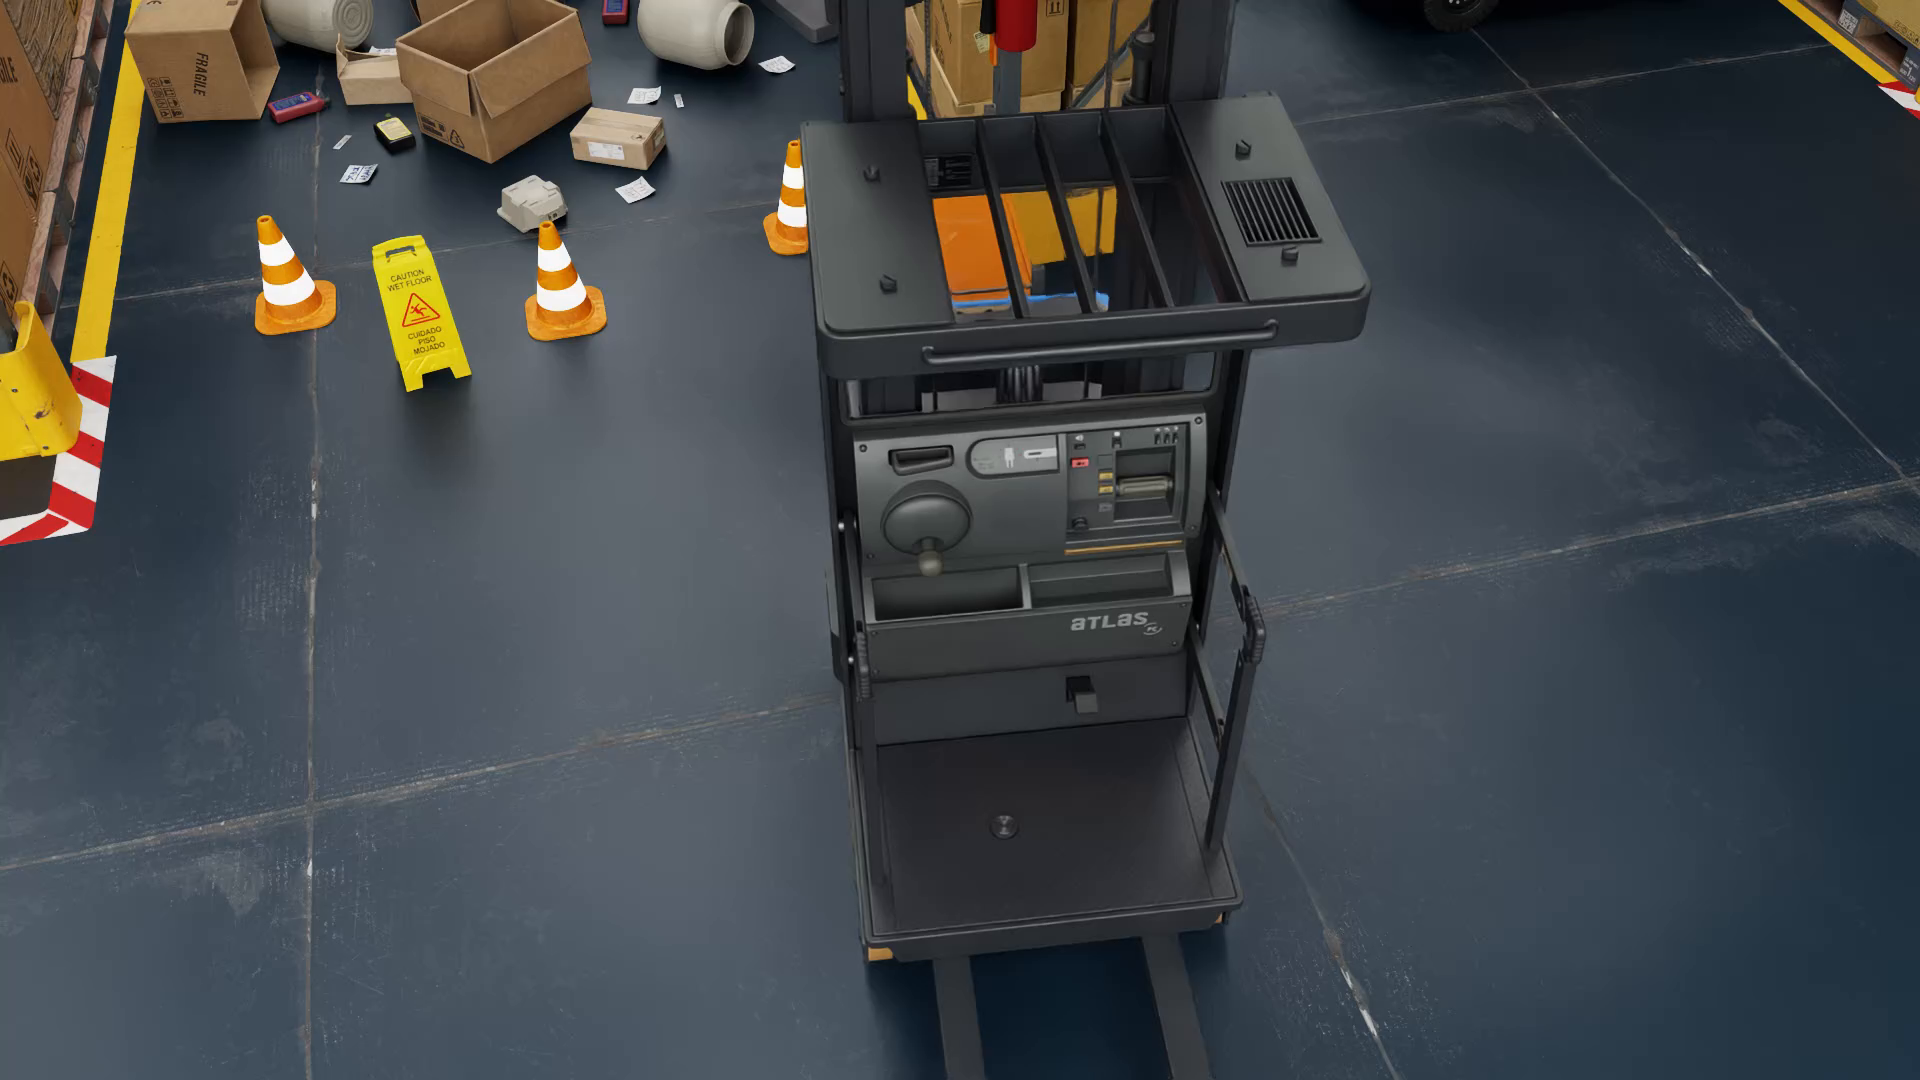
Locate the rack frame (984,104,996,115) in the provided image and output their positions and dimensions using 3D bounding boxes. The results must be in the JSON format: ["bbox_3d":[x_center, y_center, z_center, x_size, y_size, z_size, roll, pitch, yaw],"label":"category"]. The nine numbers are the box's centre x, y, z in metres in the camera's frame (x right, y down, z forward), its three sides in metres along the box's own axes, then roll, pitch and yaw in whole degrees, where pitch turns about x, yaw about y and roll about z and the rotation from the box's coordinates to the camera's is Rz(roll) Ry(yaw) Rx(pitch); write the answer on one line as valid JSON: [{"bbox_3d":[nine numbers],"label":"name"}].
[{"bbox_3d":[-0.112,-1.220,6.658,0.500,1.125,0.032,-6,46,-6],"label":"rack frame"}]

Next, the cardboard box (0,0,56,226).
[{"bbox_3d":[-4.589,-1.898,7.203,0.875,0.875,0.875,-11,47,-11],"label":"cardboard box"}]

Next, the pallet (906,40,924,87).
[{"bbox_3d":[0.133,-2.891,8.935,1.003,0.211,1.213,-11,47,-10],"label":"pallet"}]

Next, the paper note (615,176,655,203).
[{"bbox_3d":[-1.531,-1.656,7.851,0.148,0.019,0.142,-26,51,-24],"label":"paper note"}]

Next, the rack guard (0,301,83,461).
[{"bbox_3d":[-4.118,-0.540,6.429,1.175,0.500,0.348,-11,47,-10],"label":"rack guard"}]

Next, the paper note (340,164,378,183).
[{"bbox_3d":[-2.874,-1.756,7.950,0.144,0.017,0.142,4,46,4],"label":"paper note"}]

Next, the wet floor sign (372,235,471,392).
[{"bbox_3d":[-2.203,-0.949,6.729,0.267,0.644,0.232,-18,48,-17],"label":"wet floor sign"}]

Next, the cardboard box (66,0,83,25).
[{"bbox_3d":[-5.055,-3.149,8.430,0.875,0.875,0.875,-10,46,-10],"label":"cardboard box"}]

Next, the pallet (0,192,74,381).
[{"bbox_3d":[-4.405,-0.993,7.075,1.003,0.211,1.213,-11,47,-10],"label":"pallet"}]

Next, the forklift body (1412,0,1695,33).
[{"bbox_3d":[3.183,-3.995,8.659,2.313,2.155,1.214,-11,47,-10],"label":"forklift body"}]

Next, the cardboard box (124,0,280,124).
[{"bbox_3d":[-3.759,-2.435,8.284,0.500,0.500,0.500,-3,46,-3],"label":"cardboard box"}]

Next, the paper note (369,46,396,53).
[{"bbox_3d":[-3.032,-2.548,8.731,0.172,0.023,0.155,4,46,4],"label":"paper note"}]

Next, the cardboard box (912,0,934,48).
[{"bbox_3d":[0.041,-2.718,7.920,0.500,0.500,0.500,-9,46,-9],"label":"cardboard box"}]

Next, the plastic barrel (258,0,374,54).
[{"bbox_3d":[-3.375,-2.788,8.686,0.512,0.421,0.421,19,48,17],"label":"plastic barrel"}]

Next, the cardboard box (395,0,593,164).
[{"bbox_3d":[-2.262,-2.282,8.134,0.637,0.503,0.797,27,51,24],"label":"cardboard box"}]

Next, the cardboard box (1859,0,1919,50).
[{"bbox_3d":[5.007,-2.767,8.493,0.500,0.250,0.500,-10,46,-10],"label":"cardboard box"}]

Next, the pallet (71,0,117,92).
[{"bbox_3d":[-5.029,-2.678,8.726,1.003,0.211,1.213,-11,47,-10],"label":"pallet"}]

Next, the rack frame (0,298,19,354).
[{"bbox_3d":[-4.124,-1.431,5.552,1.000,3.000,0.127,-11,47,-10],"label":"rack frame"}]

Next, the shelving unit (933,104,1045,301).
[{"bbox_3d":[-0.038,-0.861,6.306,0.538,1.125,1.048,-6,46,-6],"label":"shelving unit"}]

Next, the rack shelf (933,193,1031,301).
[{"bbox_3d":[-0.038,-1.066,6.097,0.538,0.278,1.000,-6,46,-6],"label":"rack shelf"}]

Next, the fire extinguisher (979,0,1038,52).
[{"bbox_3d":[0.219,-2.216,6.375,0.296,0.674,0.183,-11,47,-10],"label":"fire extinguisher"}]

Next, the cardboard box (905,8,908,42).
[{"bbox_3d":[-0.096,-2.819,8.544,0.500,0.250,0.500,-12,47,-12],"label":"cardboard box"}]

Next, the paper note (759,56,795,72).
[{"bbox_3d":[-0.951,-2.478,8.658,0.142,0.019,0.148,-26,51,-24],"label":"paper note"}]

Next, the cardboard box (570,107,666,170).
[{"bbox_3d":[-1.653,-1.943,8.050,0.380,0.149,0.250,11,47,11],"label":"cardboard box"}]

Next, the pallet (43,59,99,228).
[{"bbox_3d":[-4.713,-1.834,7.899,1.003,0.211,1.213,-11,47,-10],"label":"pallet"}]

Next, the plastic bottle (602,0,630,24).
[{"bbox_3d":[-1.872,-2.905,9.054,0.133,0.061,0.283,-3,46,-3],"label":"plastic bottle"}]

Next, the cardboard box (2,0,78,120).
[{"bbox_3d":[-4.820,-2.528,7.820,0.875,0.875,0.875,-10,46,-10],"label":"cardboard box"}]

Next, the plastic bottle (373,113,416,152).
[{"bbox_3d":[-2.794,-2.009,8.176,0.133,0.061,0.283,-26,51,-24],"label":"plastic bottle"}]

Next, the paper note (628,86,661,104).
[{"bbox_3d":[-1.604,-2.265,8.457,0.148,0.019,0.142,4,46,4],"label":"paper note"}]

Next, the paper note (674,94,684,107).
[{"bbox_3d":[-1.424,-2.226,8.425,0.032,0.001,0.123,-11,47,-10],"label":"paper note"}]

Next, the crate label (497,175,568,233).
[{"bbox_3d":[-1.969,-1.559,7.682,0.250,0.136,0.298,-35,55,-30],"label":"crate label"}]

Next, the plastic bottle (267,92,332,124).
[{"bbox_3d":[-3.312,-2.182,8.345,0.283,0.061,0.133,-26,51,-24],"label":"plastic bottle"}]

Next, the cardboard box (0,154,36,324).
[{"bbox_3d":[-4.362,-1.291,6.608,0.875,0.875,0.875,-10,47,-10],"label":"cardboard box"}]

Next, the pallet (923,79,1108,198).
[{"bbox_3d":[0.442,-2.050,8.111,1.003,0.211,1.213,-11,47,-10],"label":"pallet"}]

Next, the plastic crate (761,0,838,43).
[{"bbox_3d":[-0.780,-2.912,9.048,0.402,0.080,0.583,-26,51,-24],"label":"plastic crate"}]

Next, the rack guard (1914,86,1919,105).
[{"bbox_3d":[5.438,-2.425,8.276,1.175,0.500,0.348,-11,47,-10],"label":"rack guard"}]

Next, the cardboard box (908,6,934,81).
[{"bbox_3d":[0.043,-2.459,8.190,0.500,0.250,0.500,-11,47,-10],"label":"cardboard box"}]

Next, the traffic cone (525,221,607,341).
[{"bbox_3d":[-1.708,-1.141,7.045,0.336,0.463,0.334,-11,47,-10],"label":"traffic cone"}]

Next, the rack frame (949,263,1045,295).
[{"bbox_3d":[0.035,-0.502,5.954,0.500,1.125,0.032,-6,46,-6],"label":"rack frame"}]

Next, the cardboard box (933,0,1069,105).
[{"bbox_3d":[0.178,-2.359,7.567,0.500,0.500,0.500,-10,46,-10],"label":"cardboard box"}]

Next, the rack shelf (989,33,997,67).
[{"bbox_3d":[0.123,-3.535,8.118,1.077,0.370,4.000,-11,47,-10],"label":"rack shelf"}]

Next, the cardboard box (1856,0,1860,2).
[{"bbox_3d":[4.888,-3.113,8.831,0.500,0.250,0.500,-11,47,-10],"label":"cardboard box"}]

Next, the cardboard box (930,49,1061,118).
[{"bbox_3d":[0.162,-2.116,7.855,0.500,0.250,0.500,-11,47,-11],"label":"cardboard box"}]

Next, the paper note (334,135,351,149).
[{"bbox_3d":[-3.030,-1.952,8.156,0.032,0.001,0.123,11,47,11],"label":"paper note"}]

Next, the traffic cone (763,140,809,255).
[{"bbox_3d":[-0.722,-1.579,7.474,0.336,0.463,0.334,-11,47,-10],"label":"traffic cone"}]

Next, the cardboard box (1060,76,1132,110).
[{"bbox_3d":[0.696,-2.198,7.935,0.500,0.250,0.500,-11,47,-11],"label":"cardboard box"}]

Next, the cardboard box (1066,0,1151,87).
[{"bbox_3d":[0.689,-2.477,7.683,0.500,0.500,0.500,-12,47,-12],"label":"cardboard box"}]

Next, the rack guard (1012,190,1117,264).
[{"bbox_3d":[0.615,-1.584,7.452,1.175,0.500,0.348,-11,47,-10],"label":"rack guard"}]

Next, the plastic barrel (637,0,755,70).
[{"bbox_3d":[-1.357,-2.654,8.554,0.512,0.421,0.421,19,48,17],"label":"plastic barrel"}]

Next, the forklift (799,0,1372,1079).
[{"bbox_3d":[0.218,-0.034,4.231,1.130,2.935,3.031,-5,46,-5],"label":"forklift"}]

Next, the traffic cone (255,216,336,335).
[{"bbox_3d":[-2.887,-1.170,7.072,0.336,0.463,0.334,-11,47,-10],"label":"traffic cone"}]

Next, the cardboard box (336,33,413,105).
[{"bbox_3d":[-2.928,-2.386,8.402,0.396,0.266,0.258,-3,46,-3],"label":"cardboard box"}]

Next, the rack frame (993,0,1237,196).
[{"bbox_3d":[0.635,-2.406,6.508,1.000,3.000,0.127,-11,47,-10],"label":"rack frame"}]

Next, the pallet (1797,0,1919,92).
[{"bbox_3d":[5.196,-2.861,8.906,1.003,0.211,1.213,-11,47,-10],"label":"pallet"}]

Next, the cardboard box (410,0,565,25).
[{"bbox_3d":[-2.509,-2.974,8.717,0.797,0.637,0.503,-11,47,-10],"label":"cardboard box"}]
